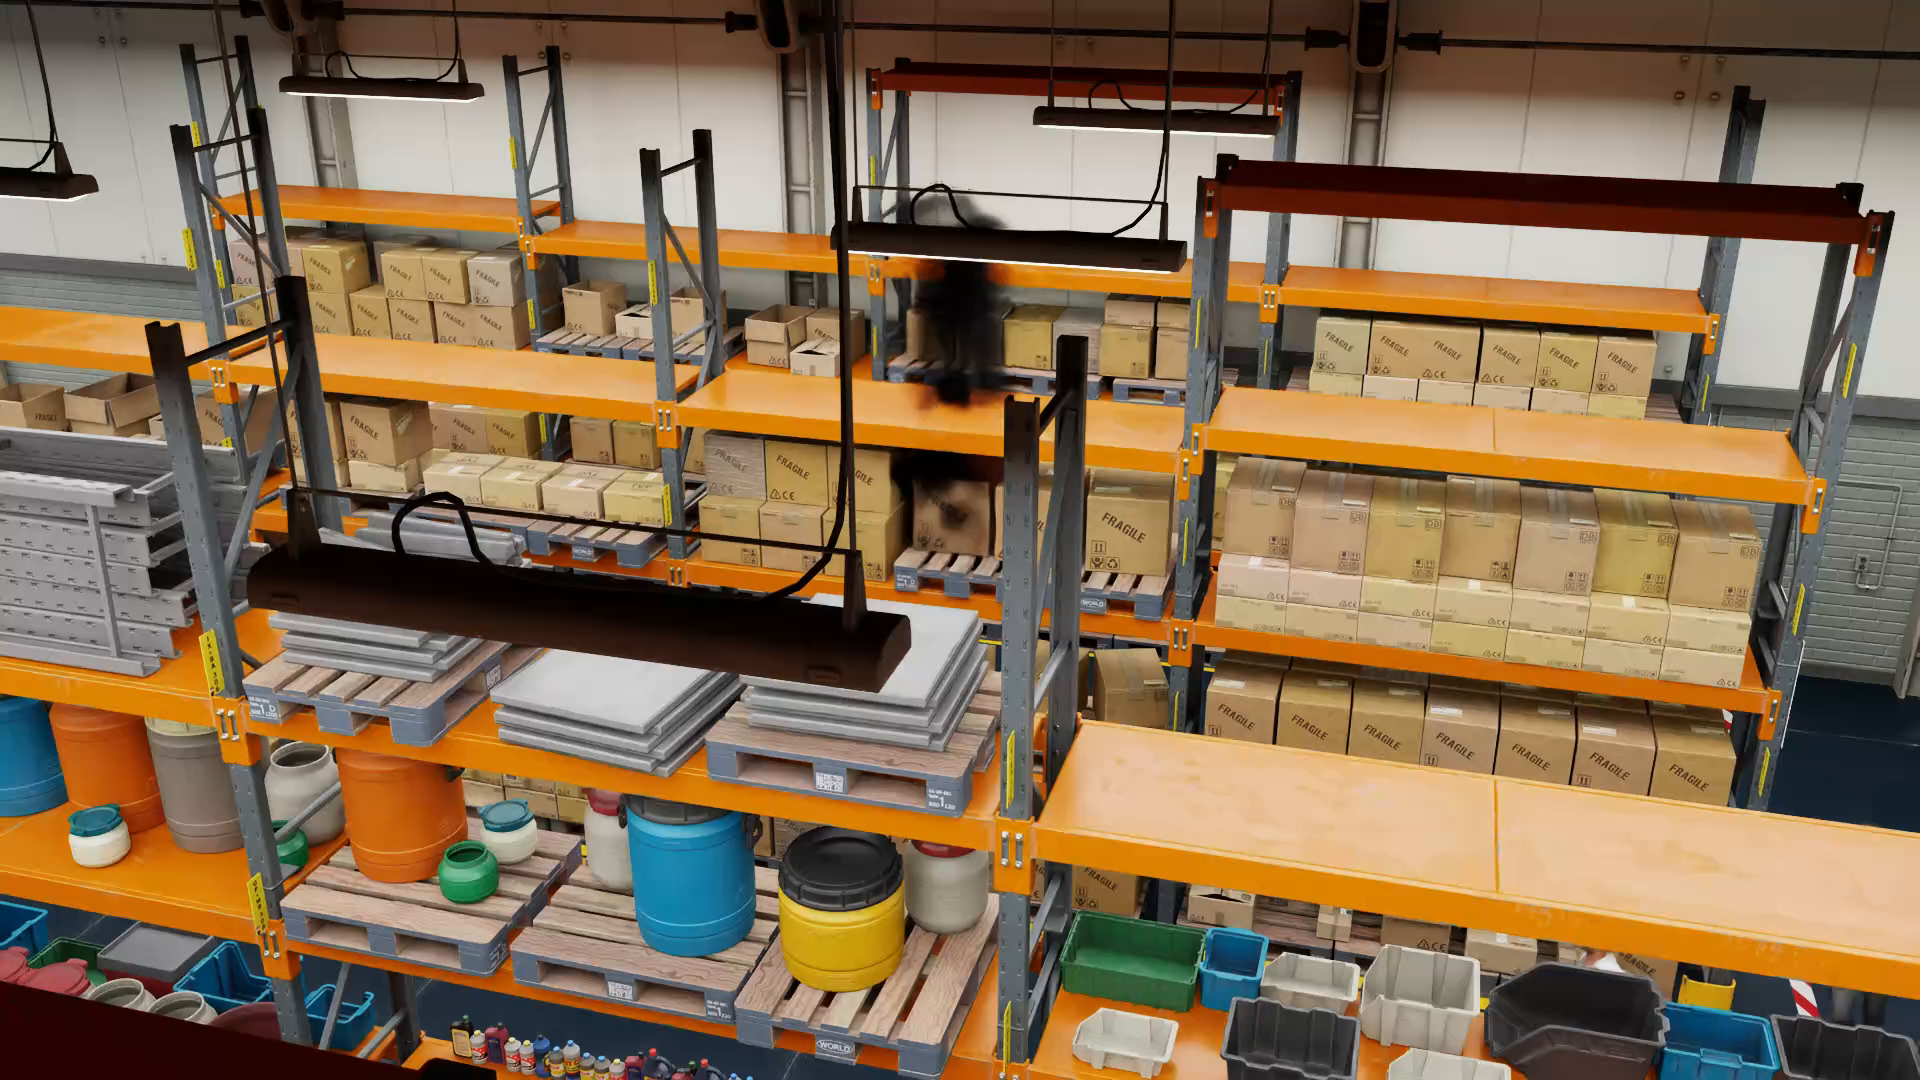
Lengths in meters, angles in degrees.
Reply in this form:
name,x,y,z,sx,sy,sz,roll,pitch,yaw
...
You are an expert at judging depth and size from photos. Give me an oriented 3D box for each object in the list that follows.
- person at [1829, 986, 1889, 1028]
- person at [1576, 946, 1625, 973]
name,x,y,z,sx,sy,sz,roll,pitch,yaw
person,6.224,2.978,11.520,0.577,1.693,0.680,15,27,32
person,4.119,3.204,10.832,0.577,1.687,0.657,3,23,8
